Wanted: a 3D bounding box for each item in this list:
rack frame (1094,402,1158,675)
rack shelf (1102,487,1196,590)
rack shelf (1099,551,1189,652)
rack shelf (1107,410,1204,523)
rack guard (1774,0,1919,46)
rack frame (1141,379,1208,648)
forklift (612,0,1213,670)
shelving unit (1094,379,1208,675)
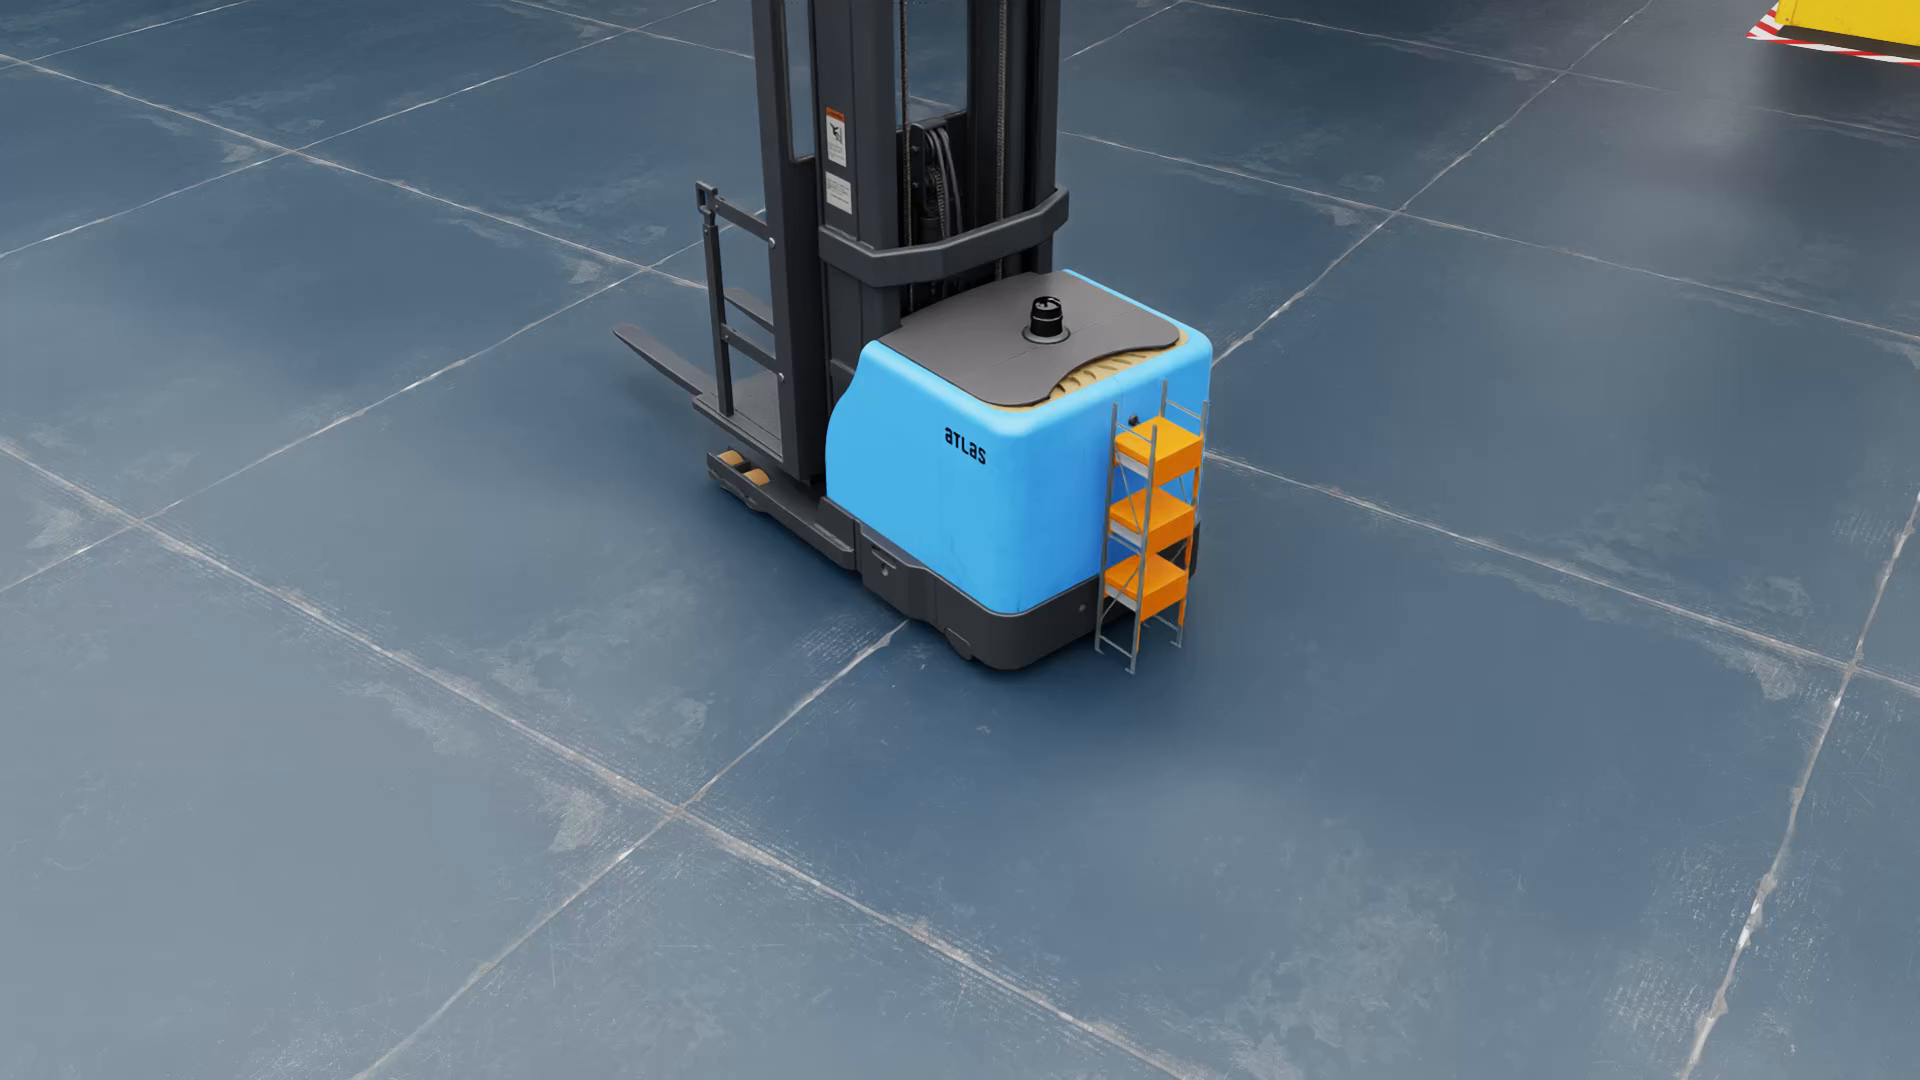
[{"bbox_3d":[0.571,0.015,5.787,0.008,1.050,0.200,-26,43,-33],"label":"rack frame"},{"bbox_3d":[0.663,-0.021,5.859,0.240,0.259,0.215,-26,43,-33],"label":"rack shelf"},{"bbox_3d":[0.660,0.207,6.018,0.240,0.259,0.215,-26,43,-33],"label":"rack shelf"},{"bbox_3d":[0.667,-0.254,5.697,0.240,0.259,0.215,-26,43,-33],"label":"rack shelf"},{"bbox_3d":[6.684,-3.988,12.201,1.175,0.500,0.348,21,39,28],"label":"rack guard"},{"bbox_3d":[0.755,-0.075,5.919,0.008,1.050,0.200,-26,43,-33],"label":"rack frame"},{"bbox_3d":[-0.414,-1.504,6.357,1.130,2.935,3.031,-25,41,-32],"label":"forklift"},{"bbox_3d":[0.663,-0.030,5.853,0.252,1.050,0.215,-26,43,-33],"label":"shelving unit"}]
